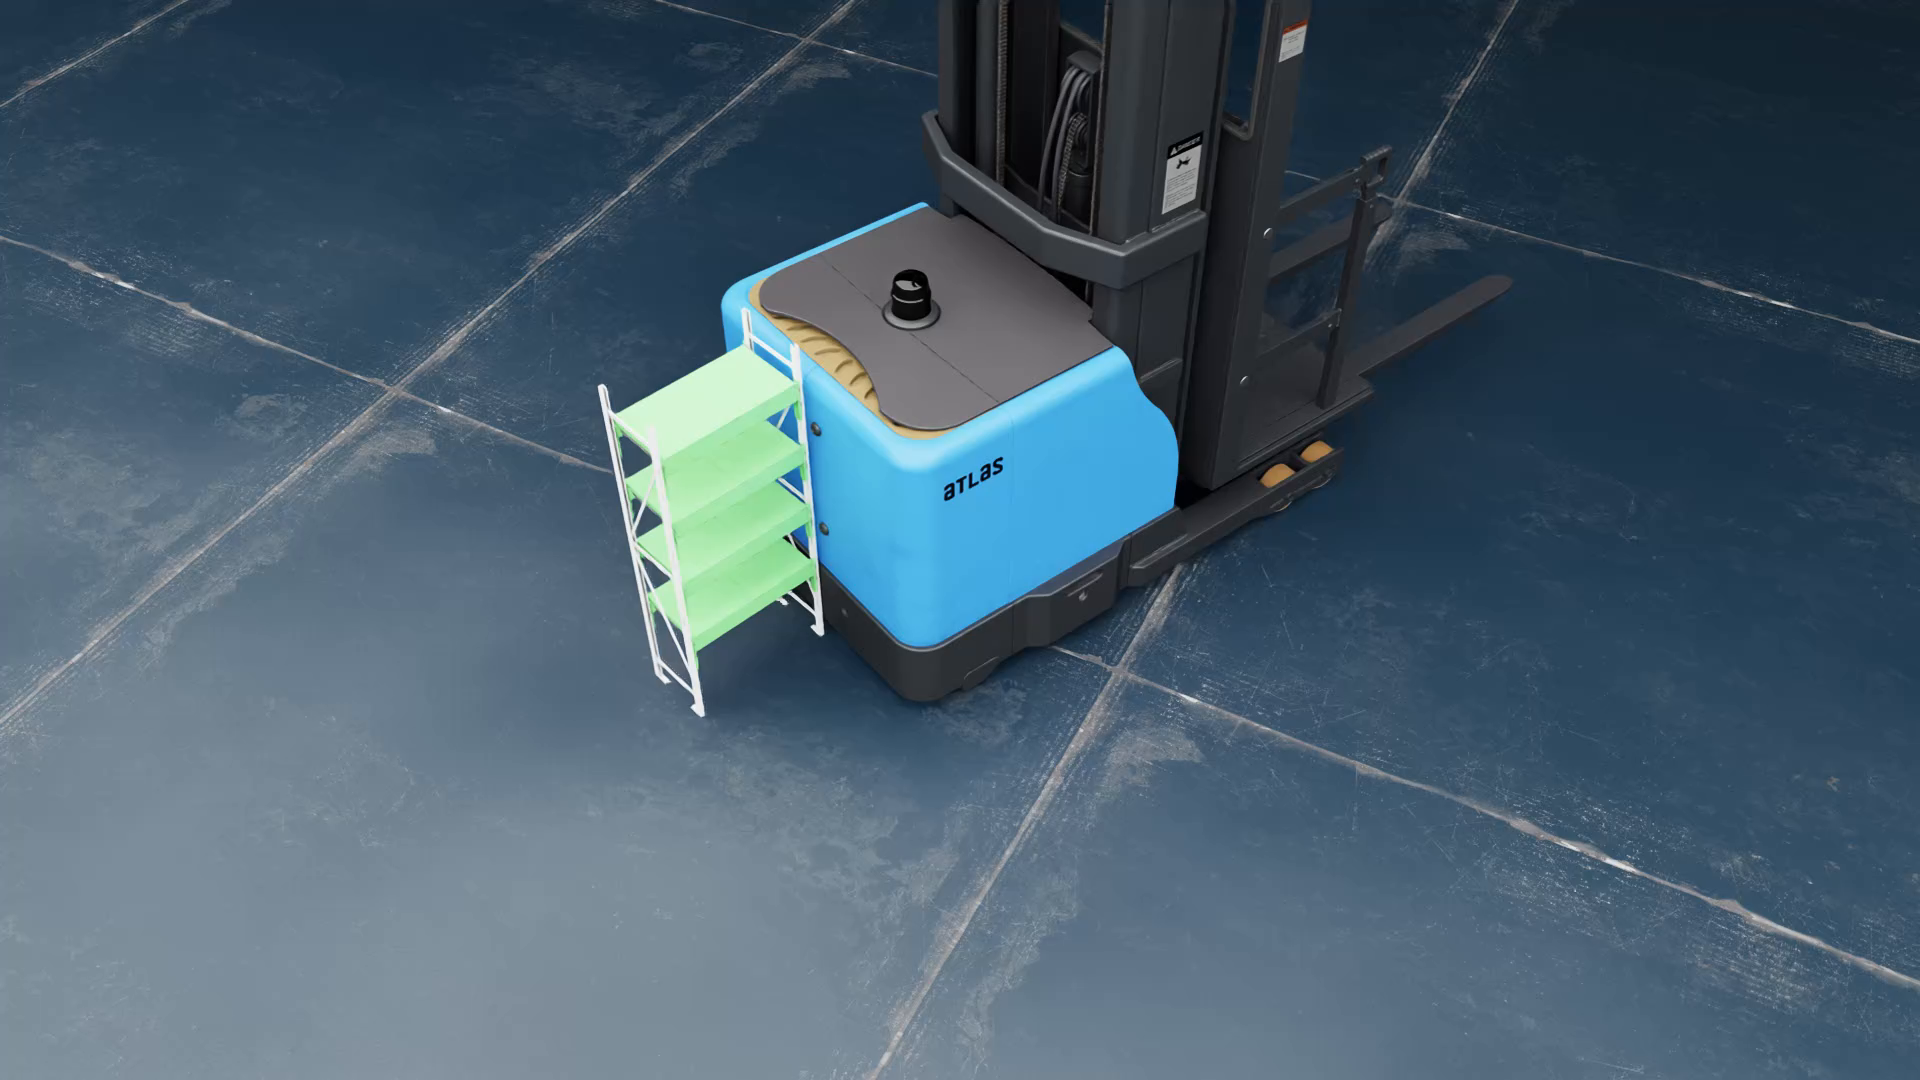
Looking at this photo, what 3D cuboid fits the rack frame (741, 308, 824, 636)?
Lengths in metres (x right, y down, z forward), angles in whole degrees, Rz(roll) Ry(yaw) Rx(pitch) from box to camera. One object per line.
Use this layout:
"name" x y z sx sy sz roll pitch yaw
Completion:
"rack frame" -0.532 -0.171 5.075 0.015 1.200 0.240 -34 54 -29

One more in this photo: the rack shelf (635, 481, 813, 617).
"rack shelf" -0.709 -0.007 5.003 0.480 0.148 0.258 -34 54 -29

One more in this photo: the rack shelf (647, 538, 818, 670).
"rack shelf" -0.709 0.162 5.173 0.480 0.148 0.258 -34 54 -29

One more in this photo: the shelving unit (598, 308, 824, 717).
"shelving unit" -0.709 -0.051 4.957 0.503 1.200 0.258 -34 54 -29

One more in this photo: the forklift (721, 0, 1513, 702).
"forklift" 0.740 -1.402 5.075 3.031 2.935 1.130 -29 52 -26

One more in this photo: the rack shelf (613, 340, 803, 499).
"rack shelf" -0.709 -0.344 4.661 0.480 0.148 0.258 -34 54 -29

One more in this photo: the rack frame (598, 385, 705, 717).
"rack frame" -0.886 0.068 4.839 0.015 1.200 0.240 -34 54 -29

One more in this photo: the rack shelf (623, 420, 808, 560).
"rack shelf" -0.709 -0.175 4.832 0.480 0.148 0.258 -34 54 -29
